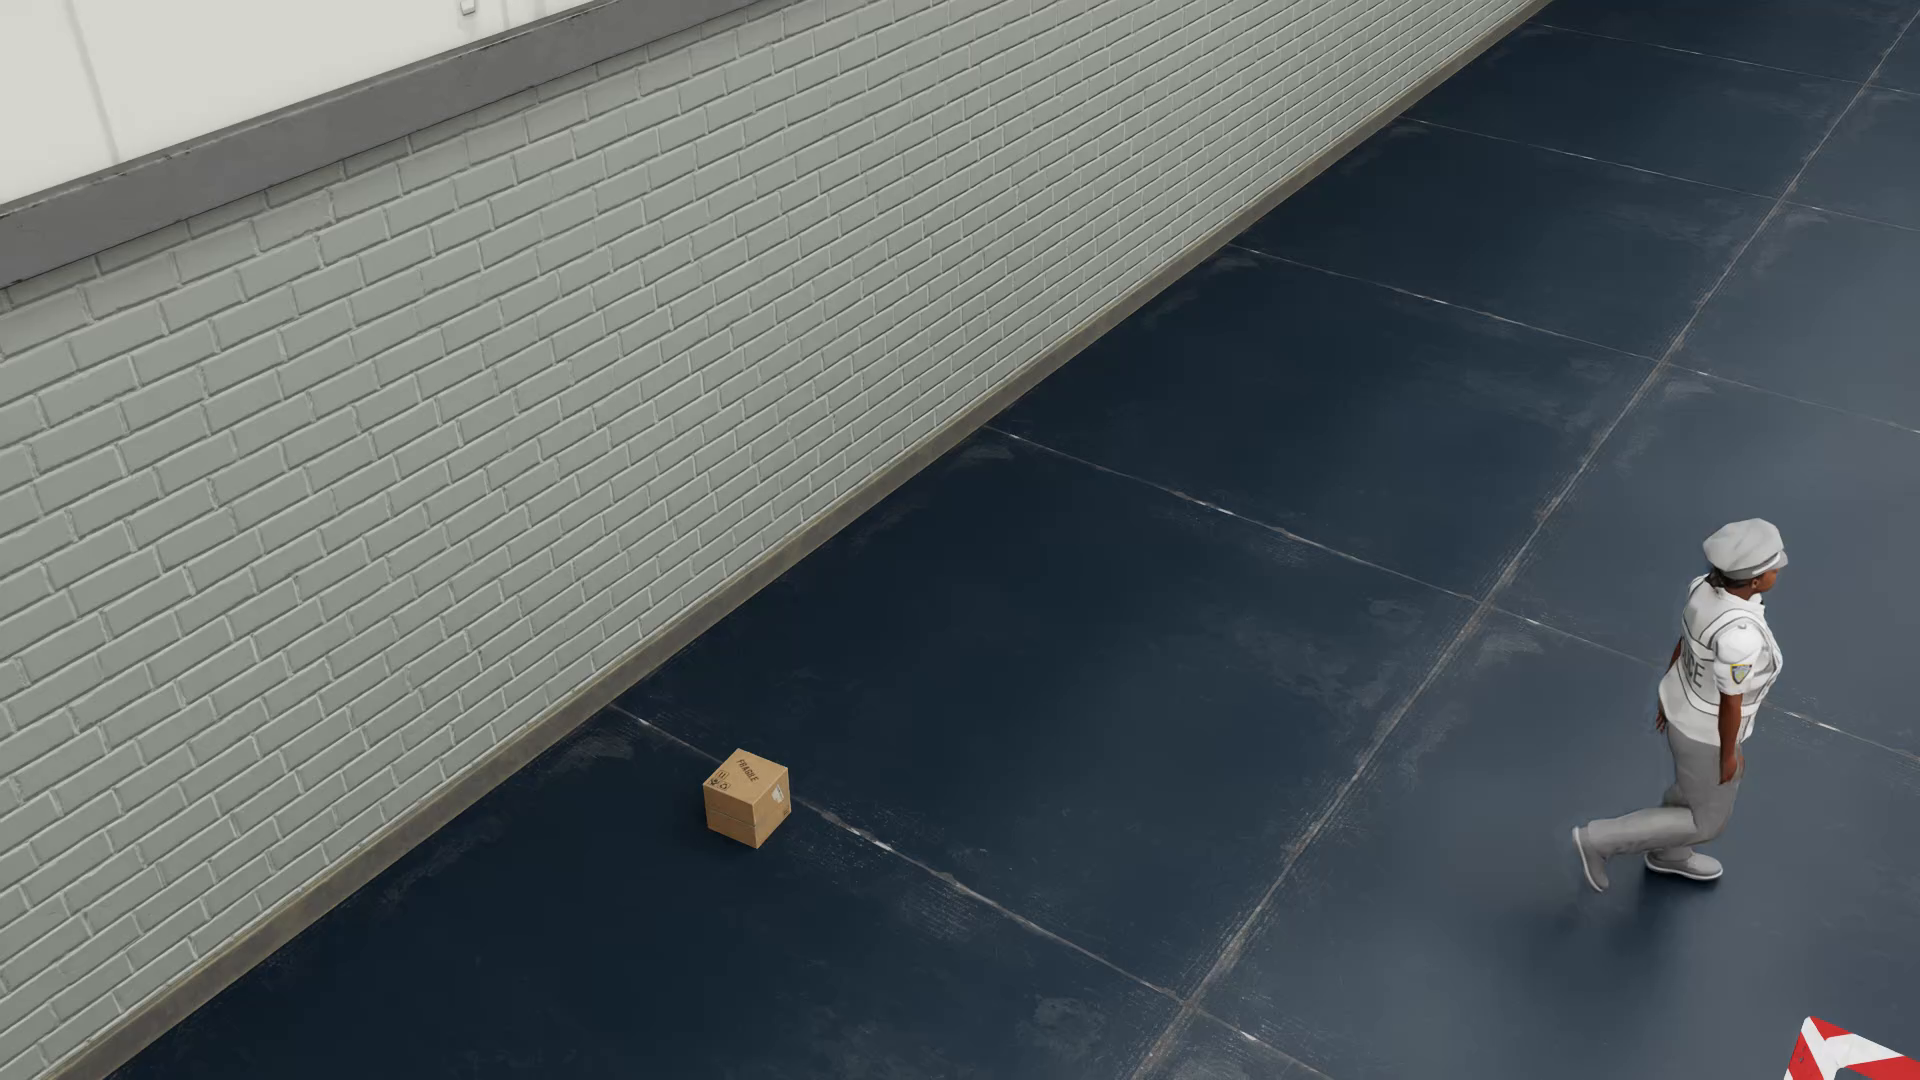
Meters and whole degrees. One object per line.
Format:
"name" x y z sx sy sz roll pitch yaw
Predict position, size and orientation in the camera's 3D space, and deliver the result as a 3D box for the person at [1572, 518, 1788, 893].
"person" 2.698 0.648 6.149 0.663 1.680 0.432 5 35 7
